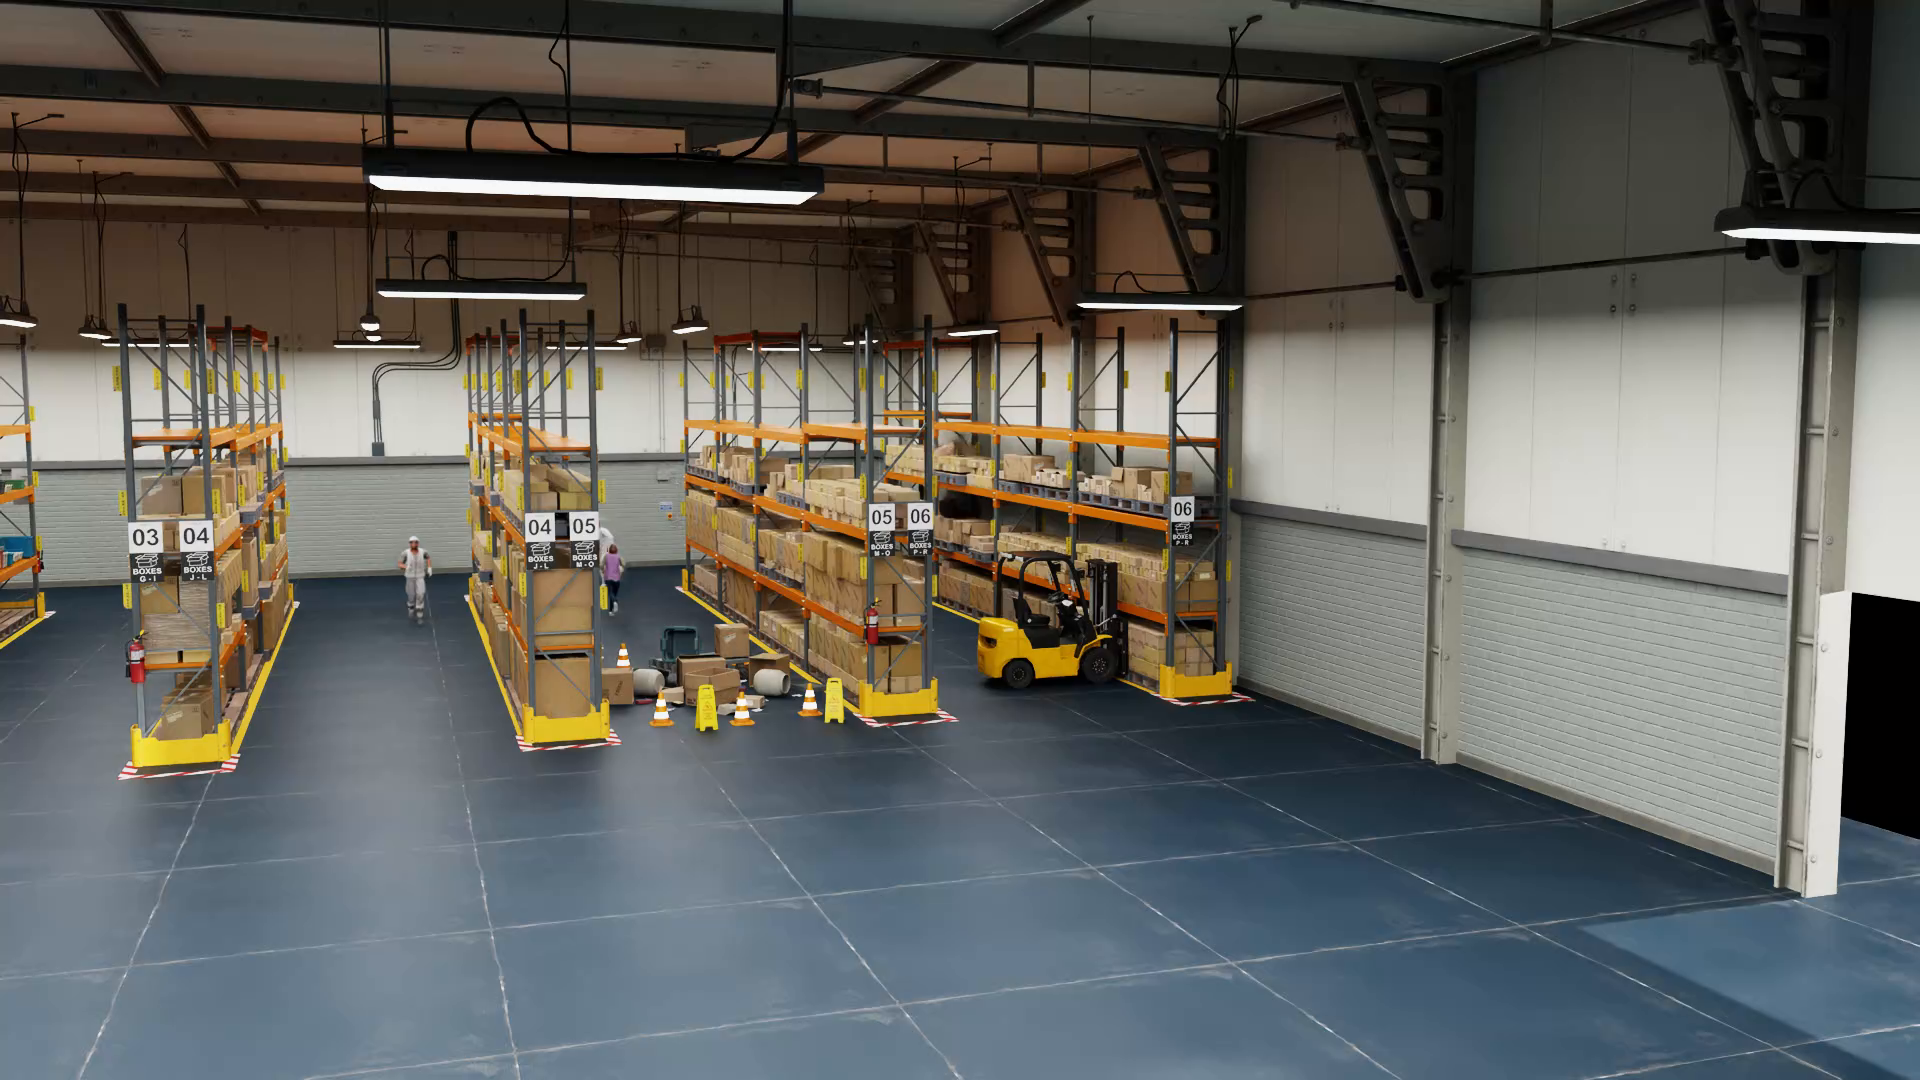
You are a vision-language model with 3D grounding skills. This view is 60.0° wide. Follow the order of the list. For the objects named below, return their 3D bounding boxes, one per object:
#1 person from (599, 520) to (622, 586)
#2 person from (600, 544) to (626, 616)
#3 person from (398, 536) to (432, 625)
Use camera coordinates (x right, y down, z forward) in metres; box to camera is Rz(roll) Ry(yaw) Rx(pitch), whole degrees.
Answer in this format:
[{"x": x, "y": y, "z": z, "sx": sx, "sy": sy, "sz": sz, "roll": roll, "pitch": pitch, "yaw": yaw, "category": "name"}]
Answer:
[{"x": -8.639, "y": 0.318, "z": 40.655, "sx": 0.799, "sy": 1.714, "sz": 0.704, "roll": -2, "pitch": 6, "yaw": -22, "category": "person"}, {"x": -7.338, "y": 0.895, "z": 35.228, "sx": 0.536, "sy": 1.586, "sz": 0.961, "roll": -2, "pitch": 6, "yaw": -19, "category": "person"}, {"x": -11.363, "y": 0.825, "z": 34.684, "sx": 0.680, "sy": 1.839, "sz": 0.842, "roll": -2, "pitch": 6, "yaw": -23, "category": "person"}]
